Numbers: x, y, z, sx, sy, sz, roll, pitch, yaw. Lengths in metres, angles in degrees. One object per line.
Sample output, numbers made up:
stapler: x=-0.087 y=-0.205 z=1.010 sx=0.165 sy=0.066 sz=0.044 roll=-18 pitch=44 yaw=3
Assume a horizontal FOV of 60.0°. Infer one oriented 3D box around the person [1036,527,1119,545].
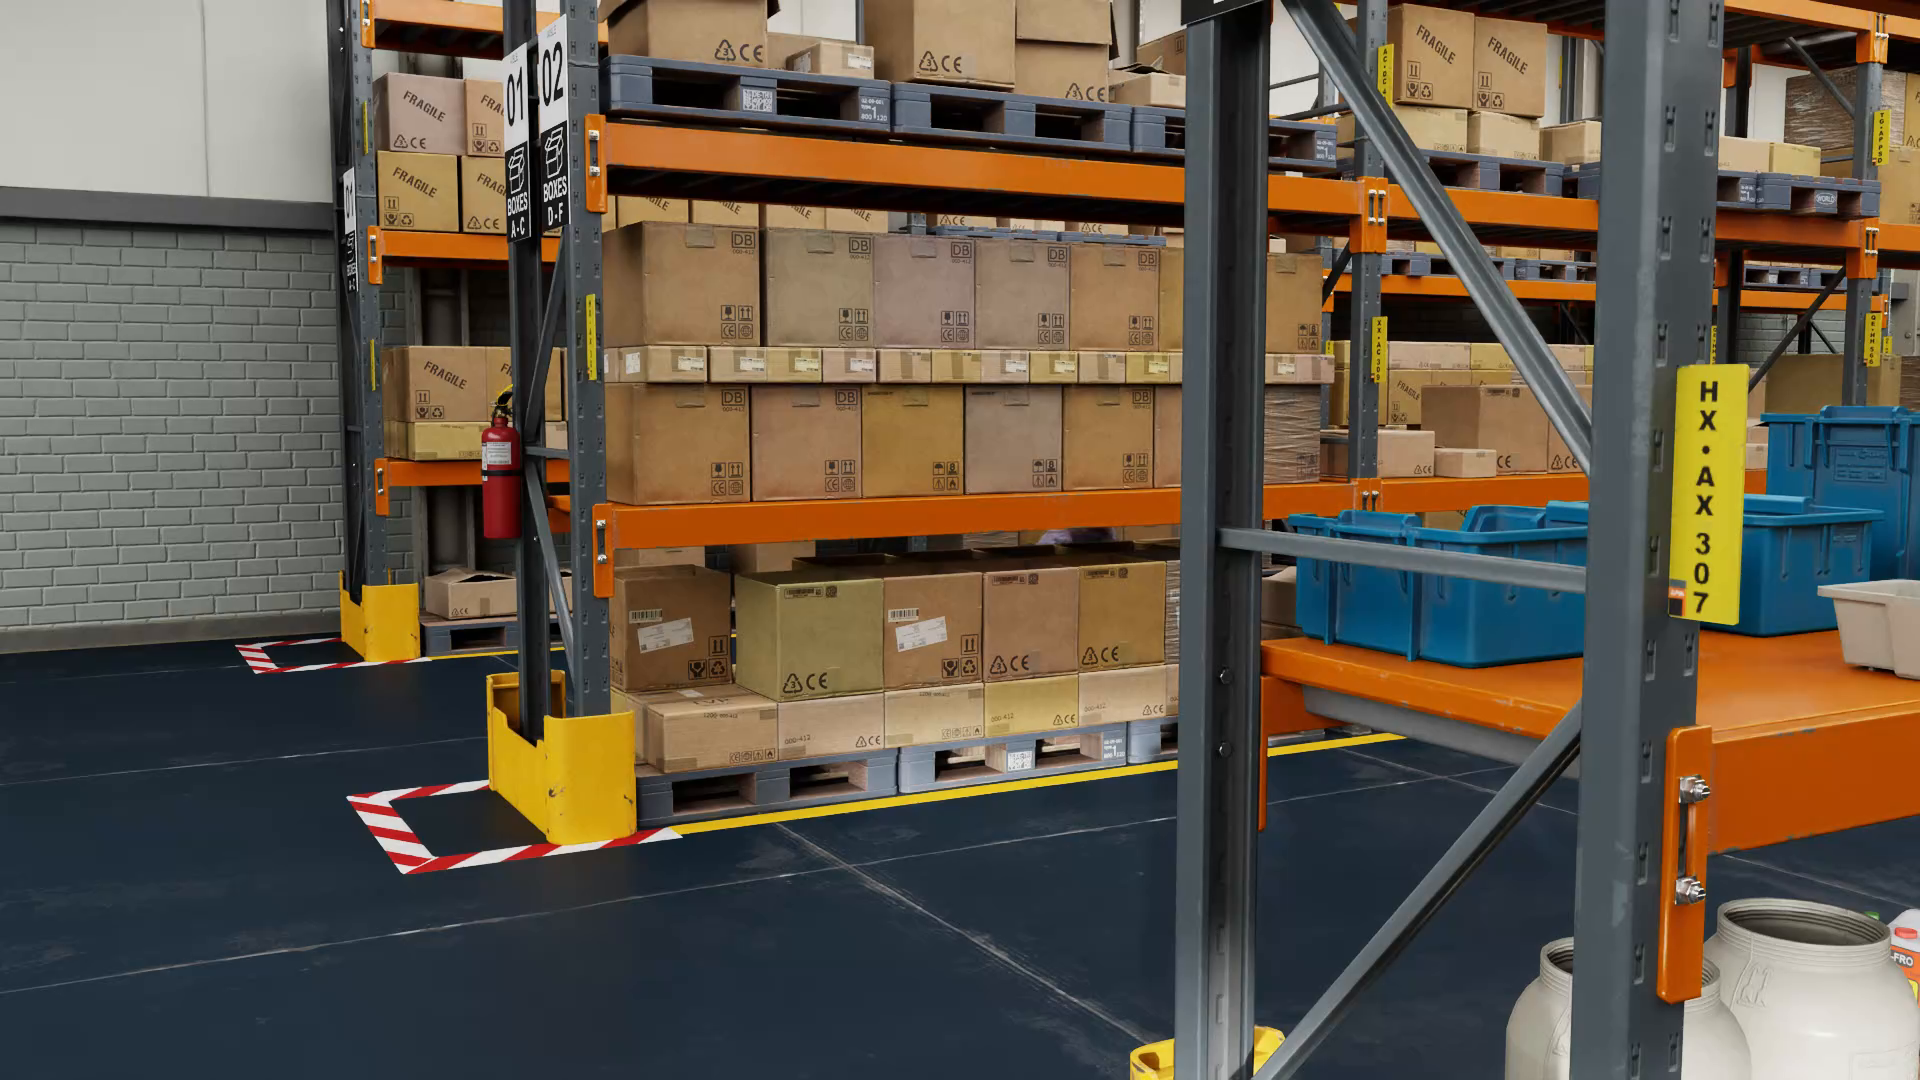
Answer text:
person: x=0.721 y=0.256 z=10.558 sx=0.540 sy=1.150 sz=0.755 roll=-3 pitch=6 yaw=-29
